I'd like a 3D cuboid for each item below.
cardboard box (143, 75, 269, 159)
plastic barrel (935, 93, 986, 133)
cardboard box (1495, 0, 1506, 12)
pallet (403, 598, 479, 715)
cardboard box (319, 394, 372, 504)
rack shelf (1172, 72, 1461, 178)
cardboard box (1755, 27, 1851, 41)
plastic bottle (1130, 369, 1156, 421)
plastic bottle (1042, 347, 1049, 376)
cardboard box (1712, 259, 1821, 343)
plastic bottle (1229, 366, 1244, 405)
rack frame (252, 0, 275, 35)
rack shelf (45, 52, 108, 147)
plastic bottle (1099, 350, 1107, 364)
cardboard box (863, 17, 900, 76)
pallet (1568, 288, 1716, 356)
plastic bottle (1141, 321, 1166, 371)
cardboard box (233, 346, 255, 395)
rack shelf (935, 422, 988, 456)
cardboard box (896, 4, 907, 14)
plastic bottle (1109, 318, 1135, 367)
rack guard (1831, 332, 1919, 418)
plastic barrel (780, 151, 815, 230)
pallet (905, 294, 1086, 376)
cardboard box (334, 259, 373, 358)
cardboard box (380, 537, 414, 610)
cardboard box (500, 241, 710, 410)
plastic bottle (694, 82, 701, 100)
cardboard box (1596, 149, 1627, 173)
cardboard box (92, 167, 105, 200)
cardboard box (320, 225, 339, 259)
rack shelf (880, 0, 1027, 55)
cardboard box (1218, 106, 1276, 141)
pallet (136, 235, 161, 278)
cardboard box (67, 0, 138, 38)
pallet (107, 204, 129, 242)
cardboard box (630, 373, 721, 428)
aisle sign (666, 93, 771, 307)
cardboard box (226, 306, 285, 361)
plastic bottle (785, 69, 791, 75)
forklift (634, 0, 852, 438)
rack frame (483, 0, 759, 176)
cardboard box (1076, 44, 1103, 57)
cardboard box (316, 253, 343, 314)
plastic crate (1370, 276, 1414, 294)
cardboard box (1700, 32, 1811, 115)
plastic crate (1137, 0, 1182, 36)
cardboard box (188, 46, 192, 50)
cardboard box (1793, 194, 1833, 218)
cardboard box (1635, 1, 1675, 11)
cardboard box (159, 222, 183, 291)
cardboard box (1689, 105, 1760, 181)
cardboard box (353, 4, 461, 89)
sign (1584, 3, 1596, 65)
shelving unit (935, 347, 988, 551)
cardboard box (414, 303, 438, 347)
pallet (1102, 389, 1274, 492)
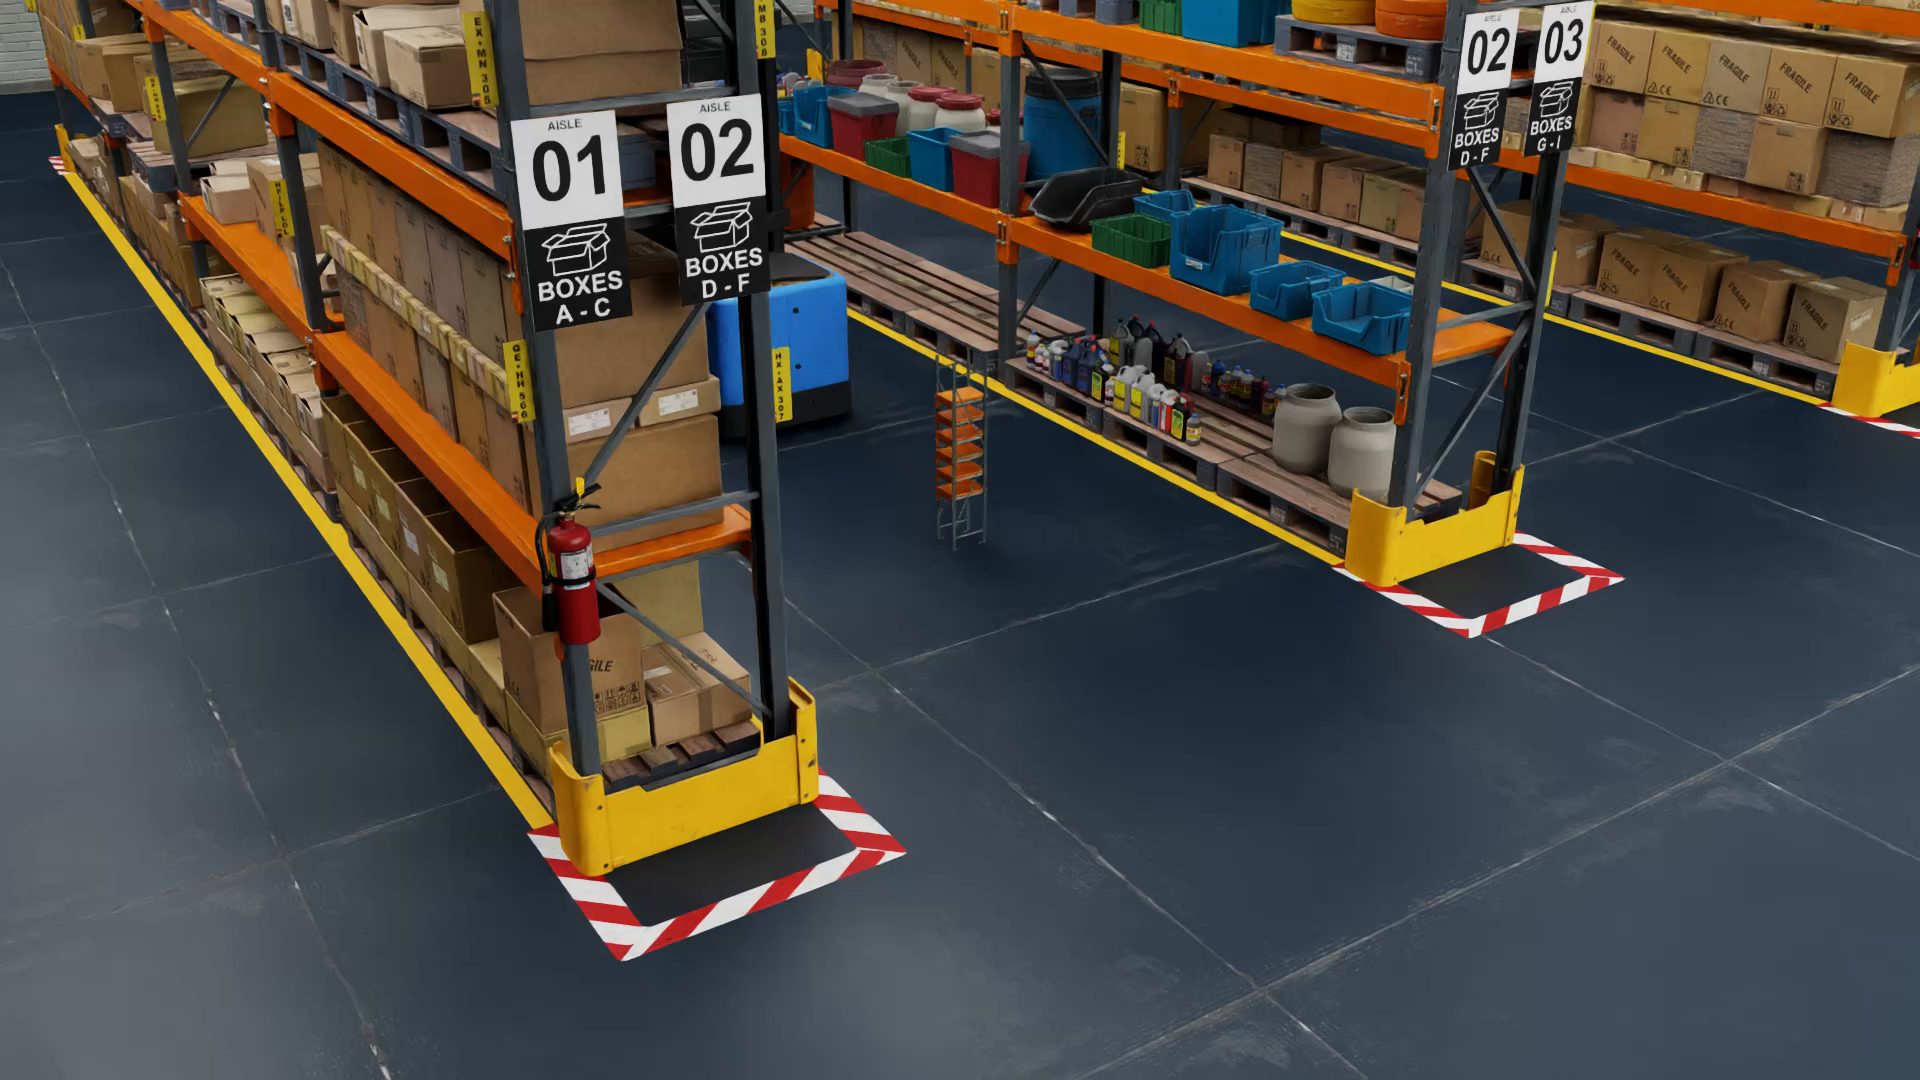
[{"bbox_3d":[-6.033,-3.394,13.317,0.500,0.500,0.700,18,31,33],"label":"cardboard box"},{"bbox_3d":[0.002,-3.400,13.779,0.433,0.535,0.433,0,25,0],"label":"plastic barrel"},{"bbox_3d":[4.575,-4.615,15.317,1.000,1.000,1.000,-15,29,-29],"label":"cardboard box"},{"bbox_3d":[-2.342,0.462,9.023,1.003,0.211,1.213,-16,29,-30],"label":"pallet"},{"bbox_3d":[-3.420,-0.576,9.808,0.500,0.500,0.500,-16,29,-30],"label":"cardboard box"},{"bbox_3d":[3.799,-4.227,16.533,1.077,0.370,4.000,-16,29,-30],"label":"rack shelf"},{"bbox_3d":[6.462,-3.657,12.846,0.500,0.500,0.500,-16,29,-30],"label":"cardboard box"},{"bbox_3d":[1.271,-1.012,11.468,0.144,0.351,0.185,-14,29,-27],"label":"plastic bottle"},{"bbox_3d":[0.659,-1.327,12.310,0.097,0.201,0.097,0,25,0],"label":"plastic bottle"},{"bbox_3d":[6.393,-1.899,13.194,0.500,0.500,0.500,-8,26,-16],"label":"cardboard box"},{"bbox_3d":[1.955,-1.096,11.739,0.097,0.271,0.097,0,25,0],"label":"plastic bottle"},{"bbox_3d":[-3.411,-4.242,8.695,1.000,3.000,0.127,-16,29,-30],"label":"rack frame"},{"bbox_3d":[-8.870,-4.781,17.706,1.077,0.370,4.000,-16,29,-30],"label":"rack shelf"},{"bbox_3d":[1.015,-1.239,12.040,0.097,0.271,0.097,0,25,0],"label":"plastic bottle"},{"bbox_3d":[-0.747,-6.822,23.185,0.875,0.875,0.875,-16,29,-30],"label":"cardboard box"},{"bbox_3d":[5.957,-1.907,14.042,1.003,0.211,1.213,-16,29,-30],"label":"pallet"},{"bbox_3d":[1.439,-1.452,12.399,0.144,0.351,0.185,-17,30,-32],"label":"plastic bottle"},{"bbox_3d":[-4.991,-1.287,12.191,0.500,0.250,0.500,-16,30,-31],"label":"cardboard box"},{"bbox_3d":[0.008,-0.606,9.951,0.258,0.103,0.180,-16,29,-30],"label":"rack shelf"},{"bbox_3d":[-0.619,-7.077,22.021,0.380,0.149,0.250,-16,30,-30],"label":"cardboard box"},{"bbox_3d":[1.214,-1.487,12.473,0.144,0.351,0.185,-16,29,-30],"label":"plastic bottle"},{"bbox_3d":[7.033,-1.303,12.424,1.175,0.500,0.348,-16,29,-30],"label":"rack guard"},{"bbox_3d":[-1.724,-3.493,16.185,0.600,0.830,0.708,-16,29,-30],"label":"plastic barrel"},{"bbox_3d":[0.280,-1.693,13.590,1.003,0.211,1.213,-16,29,-30],"label":"pallet"},{"bbox_3d":[-3.163,-1.417,9.622,0.700,0.500,0.500,-16,30,-31],"label":"cardboard box"},{"bbox_3d":[-2.874,0.121,9.210,0.500,0.250,0.500,-16,29,-30],"label":"cardboard box"},{"bbox_3d":[-1.500,-0.920,7.047,0.700,0.500,0.500,-15,29,-29],"label":"cardboard box"},{"bbox_3d":[-2.566,-4.440,16.375,0.097,0.201,0.097,0,25,0],"label":"plastic bottle"},{"bbox_3d":[5.459,-3.135,13.671,0.380,0.149,0.250,-16,29,-30],"label":"cardboard box"},{"bbox_3d":[-8.736,-3.780,17.377,0.500,0.311,0.500,-16,29,-30],"label":"cardboard box"},{"bbox_3d":[-3.427,-1.727,9.517,0.380,0.149,0.250,-16,29,-30],"label":"cardboard box"},{"bbox_3d":[-0.351,-4.429,13.447,1.077,0.370,4.000,-16,29,-30],"label":"rack shelf"},{"bbox_3d":[3.098,-4.442,17.681,0.500,0.250,0.500,-14,29,-28],"label":"cardboard box"},{"bbox_3d":[-7.302,-2.848,16.035,1.003,0.211,1.213,-16,29,-30],"label":"pallet"},{"bbox_3d":[-8.271,-5.009,16.058,0.500,0.500,0.500,-15,29,-29],"label":"cardboard box"},{"bbox_3d":[-8.152,-3.376,17.154,1.003,0.211,1.213,-16,29,-30],"label":"pallet"},{"bbox_3d":[-1.261,-0.628,7.189,0.380,0.149,0.250,-16,30,-30],"label":"cardboard box"},{"bbox_3d":[-0.935,-1.322,6.492,0.394,0.787,0.004,-16,29,-30],"label":"aisle sign"},{"bbox_3d":[-4.984,-1.536,12.061,0.500,0.311,0.500,-16,30,-31],"label":"cardboard box"},{"bbox_3d":[-1.695,-4.515,16.436,0.061,0.283,0.133,-16,29,-30],"label":"plastic bottle"},{"bbox_3d":[-2.021,-2.613,12.351,1.130,2.935,3.031,-16,30,-30],"label":"forklift"},{"bbox_3d":[-1.227,-2.812,5.665,1.000,3.000,0.127,-16,29,-30],"label":"rack frame"},{"bbox_3d":[1.677,-5.796,18.897,0.500,0.500,0.500,-17,30,-31],"label":"cardboard box"},{"bbox_3d":[-3.716,-1.628,10.360,0.500,0.250,0.500,-14,28,-26],"label":"cardboard box"},{"bbox_3d":[2.706,-1.528,10.281,0.298,0.136,0.250,-16,29,-30],"label":"plastic crate"},{"bbox_3d":[6.019,-3.534,12.586,0.500,0.500,0.500,-16,29,-30],"label":"cardboard box"},{"bbox_3d":[1.374,-3.315,10.494,0.336,0.188,0.450,-16,29,-30],"label":"plastic crate"},{"bbox_3d":[-7.828,-4.682,16.537,0.500,0.500,0.500,-15,29,-28],"label":"cardboard box"},{"bbox_3d":[6.431,-2.513,12.354,0.380,0.149,0.250,-16,29,-30],"label":"cardboard box"},{"bbox_3d":[7.993,-6.175,18.529,0.700,0.500,0.500,-16,30,-30],"label":"cardboard box"},{"bbox_3d":[-6.584,-2.494,14.432,0.500,0.500,0.500,-17,30,-31],"label":"cardboard box"},{"bbox_3d":[6.187,-3.129,12.898,0.875,0.500,0.500,-16,29,-30],"label":"cardboard box"},{"bbox_3d":[-2.380,-2.217,7.368,0.500,0.311,0.500,-12,28,-24],"label":"cardboard box"},{"bbox_3d":[3.388,-2.739,9.014,0.100,0.325,0.005,-16,29,-30],"label":"sign"},{"bbox_3d":[0.008,-0.537,9.983,0.258,1.200,0.189,-16,29,-30],"label":"shelving unit"},{"bbox_3d":[-2.444,-1.084,8.155,0.380,0.149,0.250,-16,30,-30],"label":"cardboard box"},{"bbox_3d":[1.743,-0.735,11.559,1.003,0.211,1.213,-16,29,-30],"label":"pallet"}]
